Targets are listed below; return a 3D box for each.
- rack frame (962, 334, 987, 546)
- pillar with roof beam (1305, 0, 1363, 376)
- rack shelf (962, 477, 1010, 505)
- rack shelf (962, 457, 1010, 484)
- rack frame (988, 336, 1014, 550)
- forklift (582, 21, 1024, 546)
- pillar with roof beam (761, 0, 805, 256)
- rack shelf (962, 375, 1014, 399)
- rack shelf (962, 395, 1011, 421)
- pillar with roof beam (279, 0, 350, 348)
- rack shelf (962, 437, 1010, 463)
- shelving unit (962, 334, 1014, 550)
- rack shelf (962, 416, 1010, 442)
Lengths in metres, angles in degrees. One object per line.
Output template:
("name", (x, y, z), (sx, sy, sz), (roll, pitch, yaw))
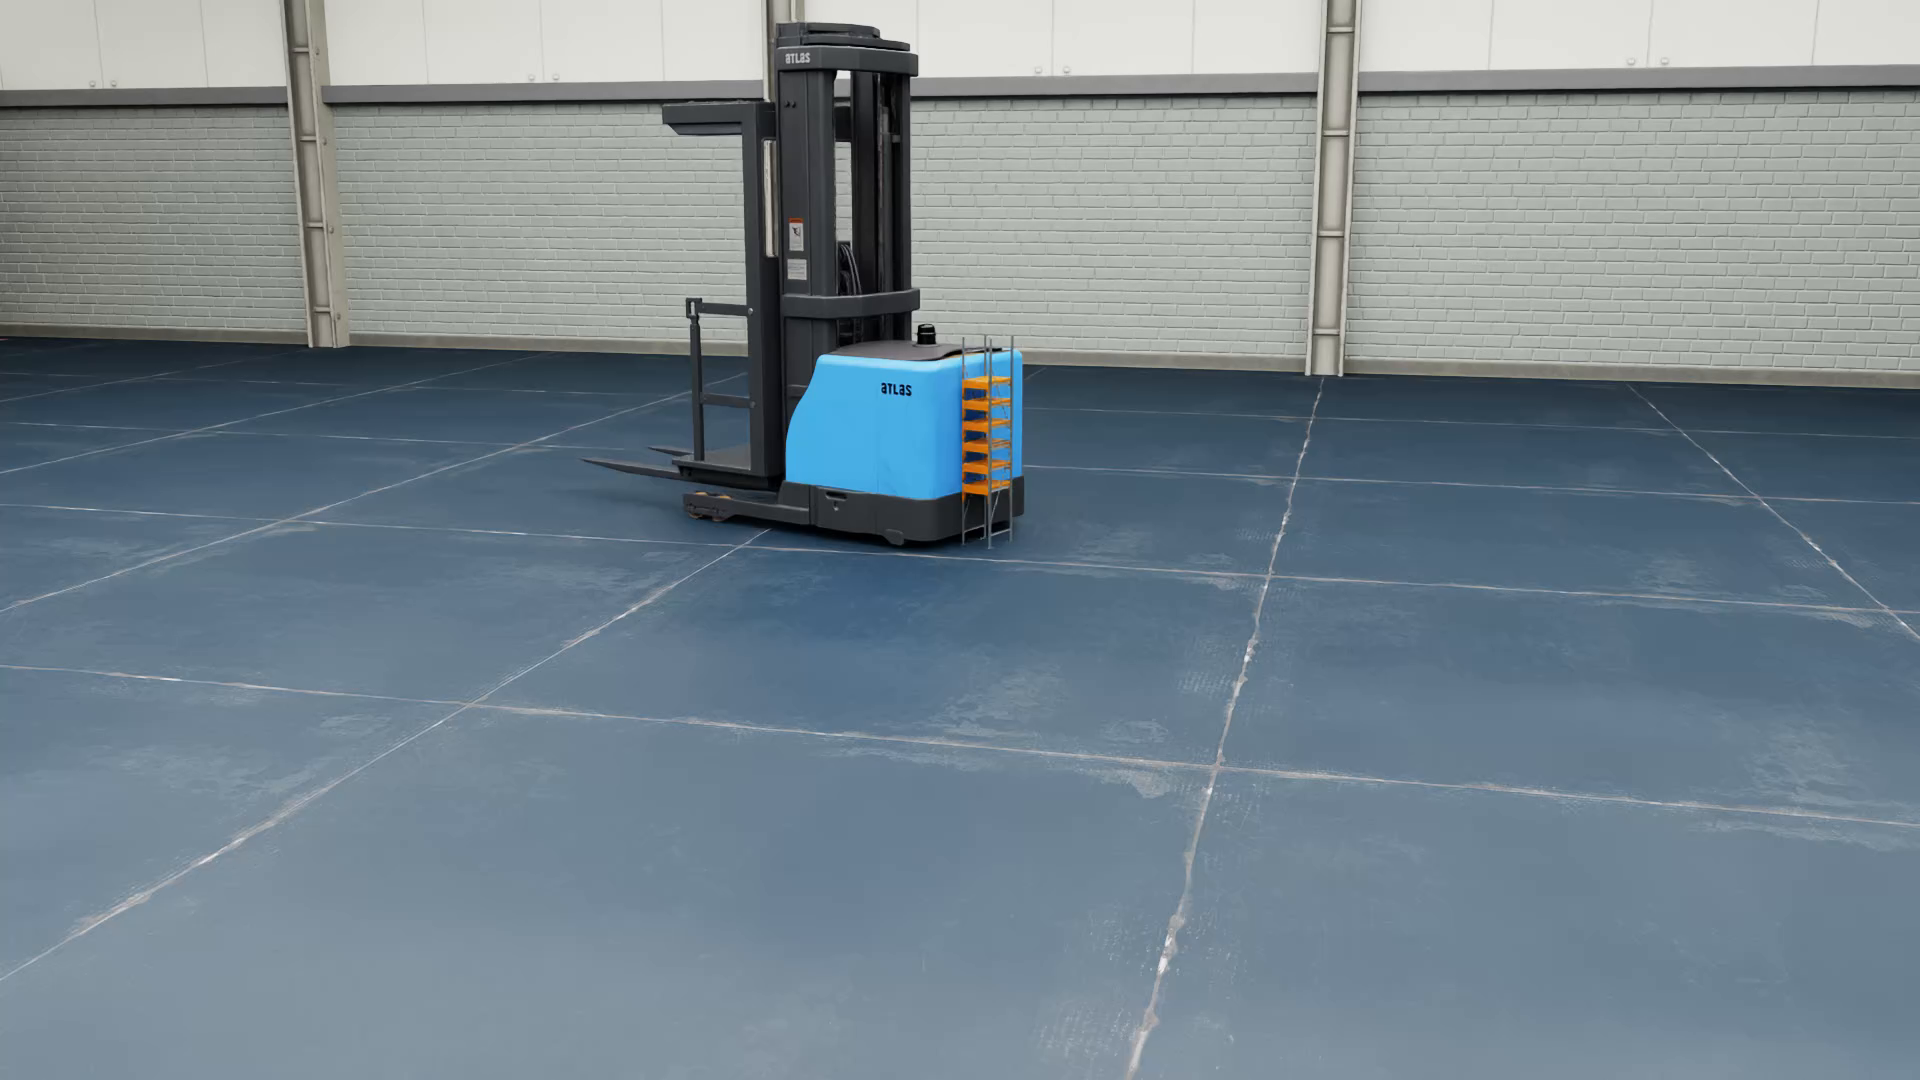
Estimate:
("rack frame", (0.083, -0.573, 9.545), (0.006, 1.200, 0.240), (9, 15, 34))
("pillar with roof beam", (2.849, -5.256, 12.648), (0.400, 9.000, 9.100), (3, 13, 14))
("rack shelf", (0.158, -0.284, 9.556), (0.180, 0.103, 0.258), (9, 15, 34))
("rack shelf", (0.158, -0.401, 9.530), (0.180, 0.103, 0.258), (9, 15, 34))
("rack frame", (0.233, -0.550, 9.443), (0.006, 1.200, 0.240), (9, 15, 34))
("forklift", (-1.109, -1.624, 10.289), (3.031, 2.935, 1.130), (9, 15, 34))
("pillar with roof beam", (-2.976, -5.567, 14.051), (0.400, 9.000, 9.100), (3, 13, 14))
("rack shelf", (0.158, -0.869, 9.426), (0.180, 0.103, 0.258), (9, 15, 34))
("rack shelf", (0.158, -0.752, 9.452), (0.180, 0.103, 0.258), (9, 15, 34))
("pillar with roof beam", (-8.801, -5.879, 15.454), (0.400, 9.000, 9.100), (3, 13, 14))
("rack shelf", (0.158, -0.518, 9.504), (0.180, 0.103, 0.258), (9, 15, 34))
("shelving unit", (0.158, -0.561, 9.494), (0.189, 1.200, 0.258), (9, 15, 34))
("rack shelf", (0.158, -0.635, 9.478), (0.180, 0.103, 0.258), (9, 15, 34))
